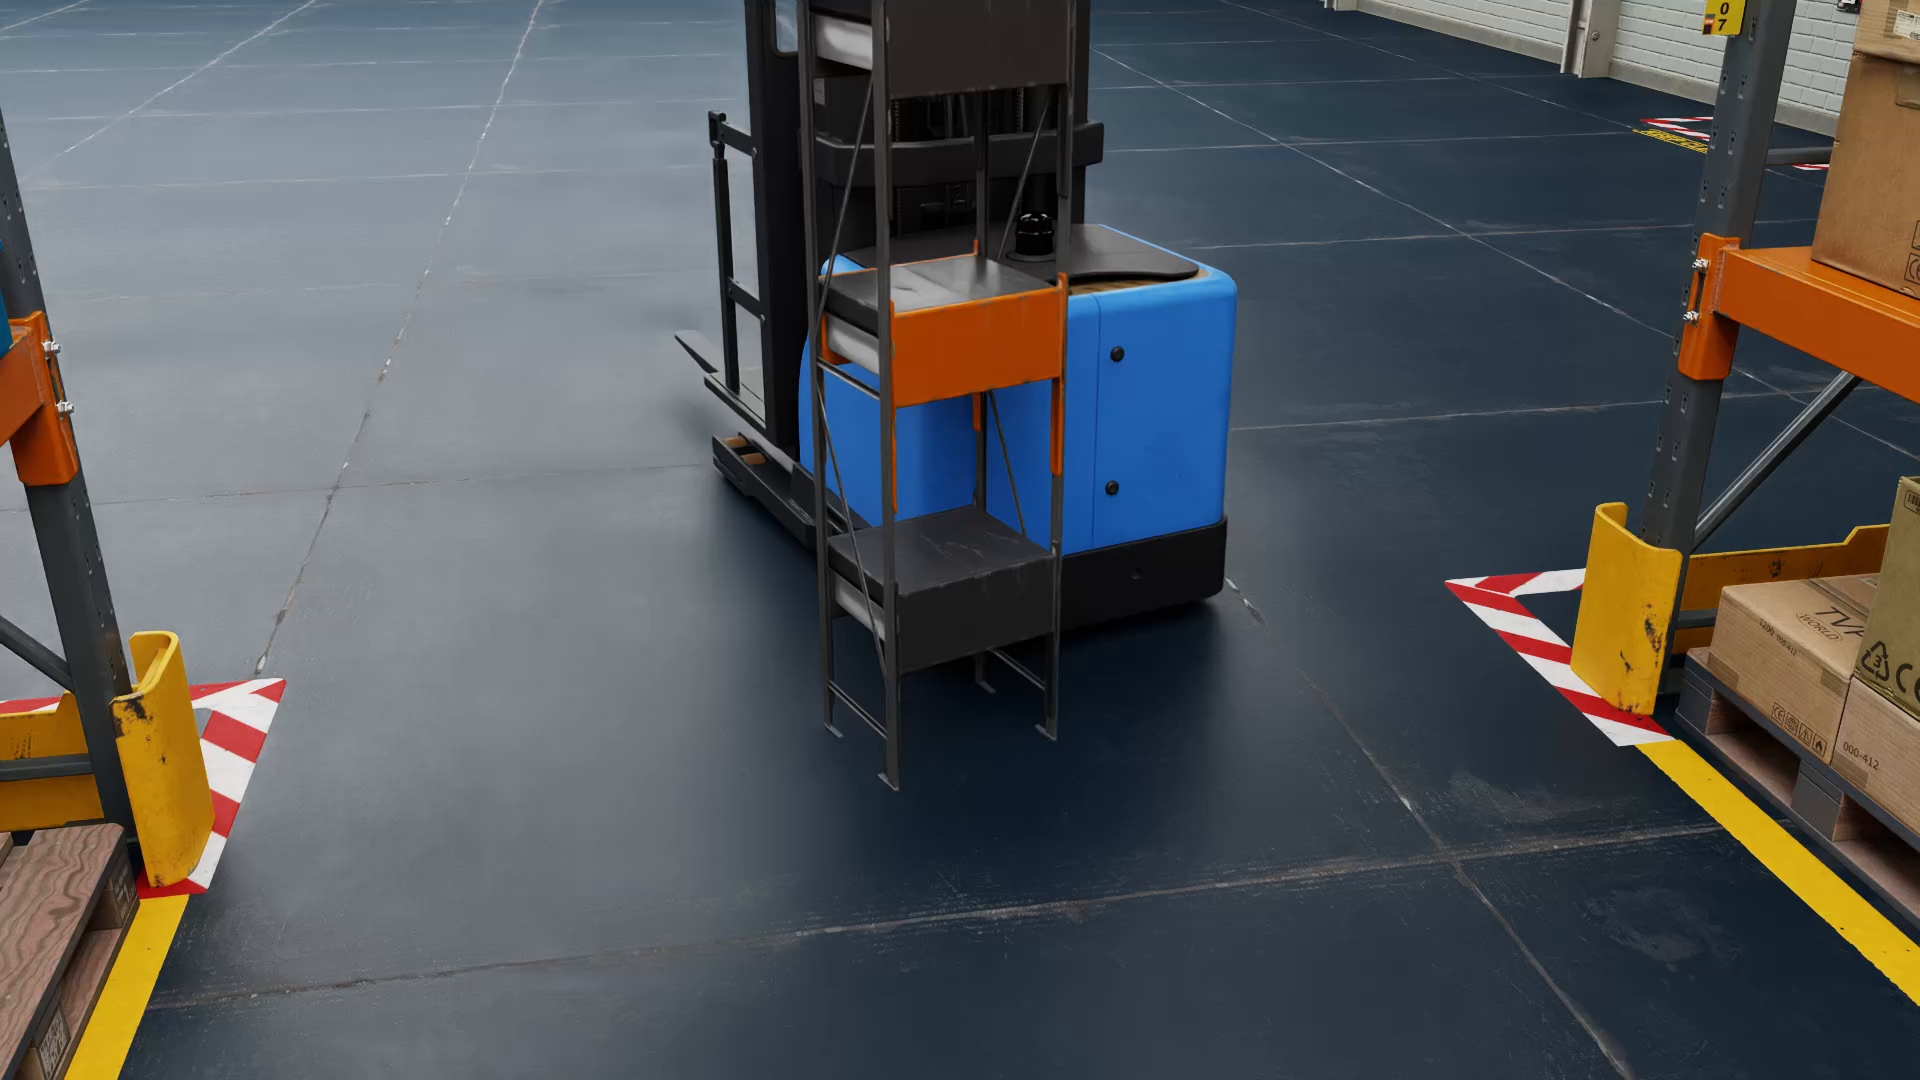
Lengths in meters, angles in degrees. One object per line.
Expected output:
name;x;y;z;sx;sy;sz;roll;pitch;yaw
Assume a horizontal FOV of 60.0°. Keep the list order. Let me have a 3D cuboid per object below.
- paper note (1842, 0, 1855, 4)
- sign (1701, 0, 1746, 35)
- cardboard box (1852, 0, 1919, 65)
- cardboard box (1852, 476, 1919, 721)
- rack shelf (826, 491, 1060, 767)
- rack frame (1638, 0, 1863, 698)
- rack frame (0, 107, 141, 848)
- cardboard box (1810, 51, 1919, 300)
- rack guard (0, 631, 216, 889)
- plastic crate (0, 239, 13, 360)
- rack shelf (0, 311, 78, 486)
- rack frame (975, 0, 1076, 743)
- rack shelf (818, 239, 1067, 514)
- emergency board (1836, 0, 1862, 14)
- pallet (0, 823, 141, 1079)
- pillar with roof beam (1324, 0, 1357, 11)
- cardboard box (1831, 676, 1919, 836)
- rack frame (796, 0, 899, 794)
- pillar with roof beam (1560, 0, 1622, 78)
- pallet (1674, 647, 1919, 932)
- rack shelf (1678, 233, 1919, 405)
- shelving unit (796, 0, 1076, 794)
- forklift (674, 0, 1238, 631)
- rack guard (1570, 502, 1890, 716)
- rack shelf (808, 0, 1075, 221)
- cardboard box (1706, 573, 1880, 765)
paper note;6.747;-4.146;12.595;0.016;0.148;0.142;-4;24;-10
sign;1.847;-1.377;3.975;0.100;0.325;0.005;-4;24;-10
cardboard box;2.255;-1.156;3.713;0.380;0.149;0.250;-4;24;-10
cardboard box;2.369;0.165;3.598;0.500;0.500;0.500;-4;24;-10
rack shelf;-0.056;0.221;4.401;0.480;0.518;0.431;-14;27;-28
rack frame;2.394;-0.983;4.253;1.000;3.000;0.127;-4;24;-10
rack frame;-2.475;-0.618;3.417;1.000;3.000;0.127;-4;24;-10
cardboard box;2.468;-0.844;3.810;0.700;0.500;0.500;-4;24;-10
rack guard;-2.415;0.554;3.856;1.175;0.500;0.348;-4;24;-10
plastic crate;-2.088;-0.375;3.046;0.499;0.251;0.616;-4;24;-10
rack shelf;-2.105;0.499;1.759;1.077;0.370;4.000;-4;24;-10
rack frame;0.152;-0.483;4.230;0.015;2.100;0.400;-14;27;-28
rack shelf;-0.057;-0.420;4.120;0.480;0.518;0.431;-14;27;-28
emergency board;6.712;-4.474;12.247;0.194;1.169;0.643;-4;24;-10
pallet;-2.270;1.007;3.182;1.003;0.211;1.213;-4;24;-10
pillar with roof beam;0.682;-10.650;18.892;9.100;9.000;0.400;-4;24;-10
cardboard box;2.370;0.509;3.749;0.500;0.250;0.500;-4;24;-10
rack frame;-0.266;-0.381;3.999;0.015;2.100;0.400;-14;27;-28
pillar with roof beam;1.791;-8.290;13.489;9.100;9.000;0.400;-4;24;-10
pallet;2.576;0.593;4.129;1.003;0.211;1.213;-4;24;-10
rack shelf;2.764;0.134;2.595;1.077;0.370;4.000;-4;24;-10
shelving unit;-0.057;-0.432;4.114;0.503;2.100;0.431;-14;27;-28
forklift;-0.277;-1.567;5.676;1.130;2.935;3.031;-11;26;-24
rack guard;2.389;0.153;4.775;1.175;0.500;0.348;-4;24;-10
rack shelf;-0.057;-1.061;3.838;0.480;0.518;0.431;-14;27;-28
cardboard box;2.274;0.312;4.198;0.500;0.250;0.500;-4;24;-10
